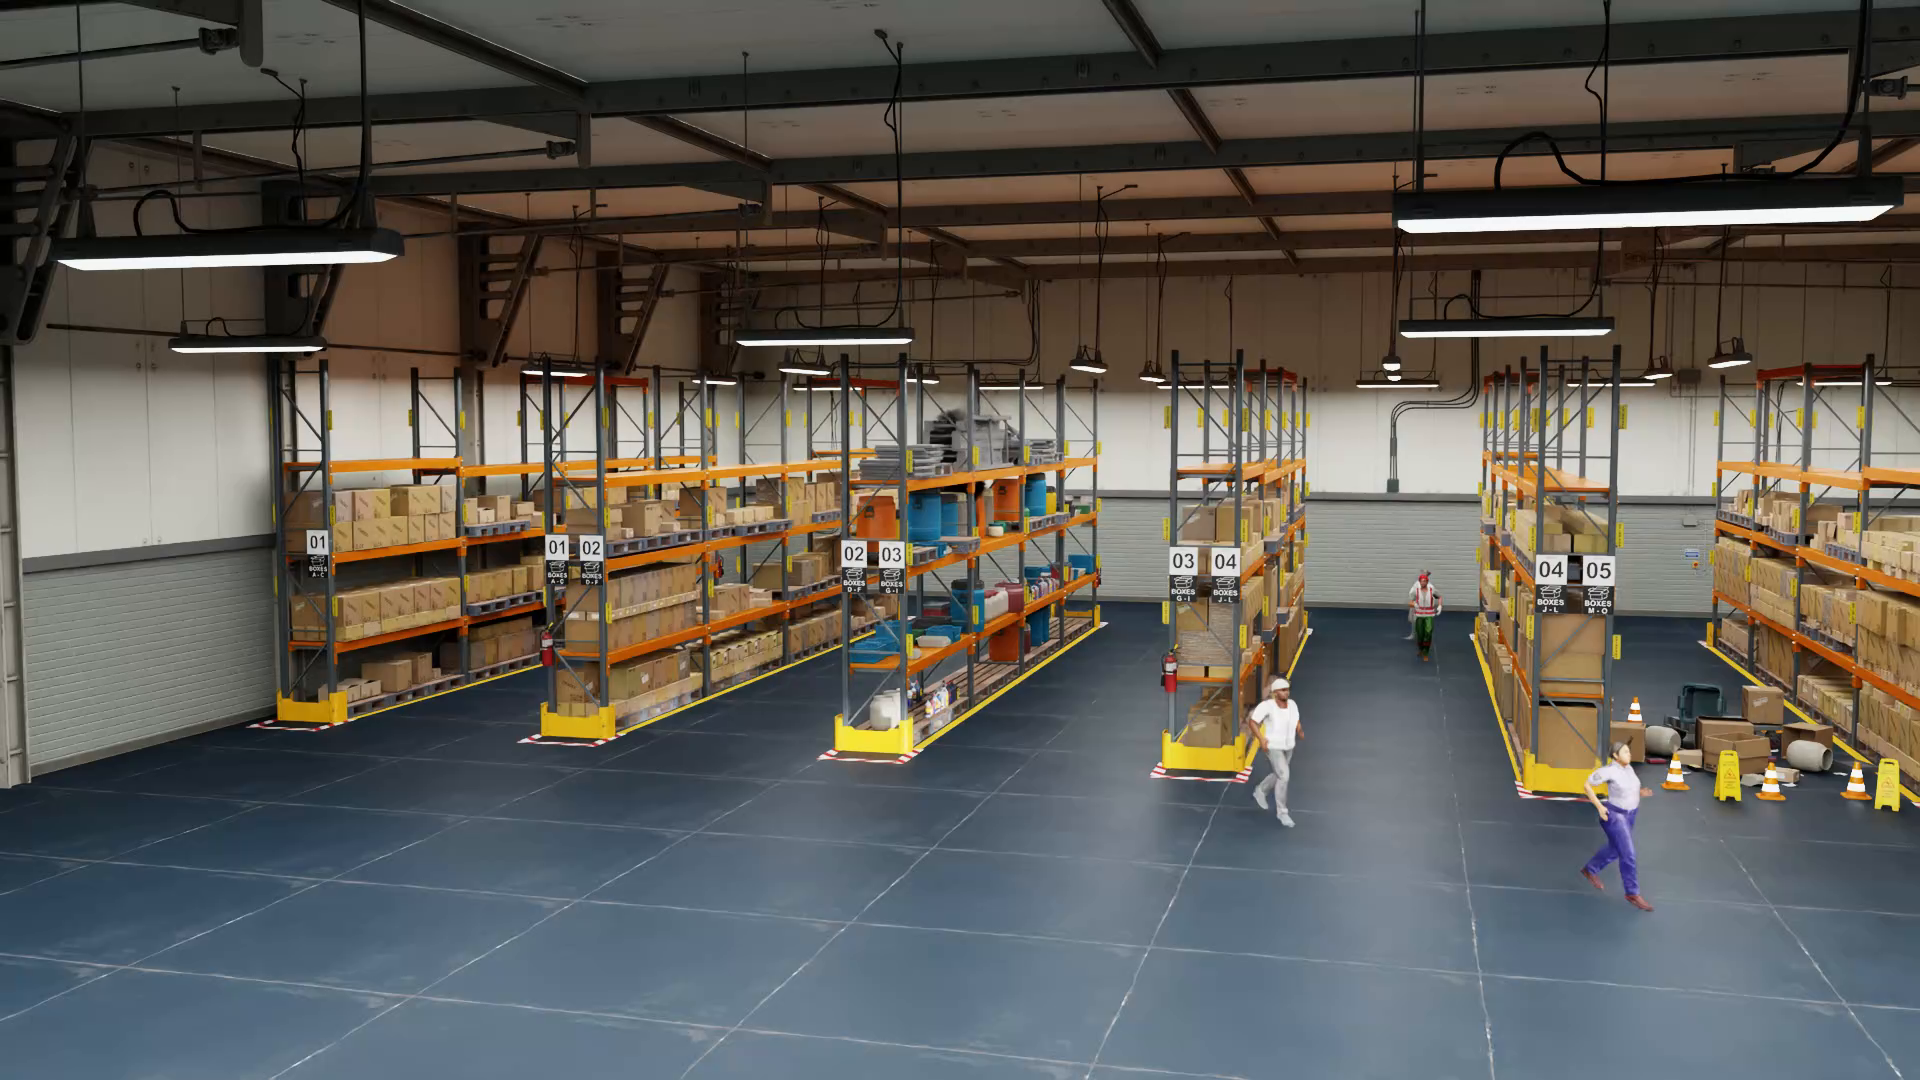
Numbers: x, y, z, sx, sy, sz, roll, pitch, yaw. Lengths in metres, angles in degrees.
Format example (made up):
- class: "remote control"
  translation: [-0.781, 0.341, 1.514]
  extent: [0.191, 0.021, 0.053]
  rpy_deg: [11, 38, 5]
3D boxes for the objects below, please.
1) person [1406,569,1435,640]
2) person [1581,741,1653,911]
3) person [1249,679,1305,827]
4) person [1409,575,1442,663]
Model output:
- class: "person"
  translation: [10.515, 1.471, 37.809]
  extent: [0.672, 1.625, 0.557]
  rpy_deg: [4, 6, 44]
- class: "person"
  translation: [6.852, 2.923, 17.297]
  extent: [0.594, 1.671, 0.877]
  rpy_deg: [-3, 5, -39]
- class: "person"
  translation: [3.976, 2.620, 20.875]
  extent: [0.682, 1.803, 0.850]
  rpy_deg: [-2, 5, -31]
- class: "person"
  translation: [9.705, 1.626, 34.735]
  extent: [0.656, 1.812, 0.813]
  rpy_deg: [2, 4, 20]
